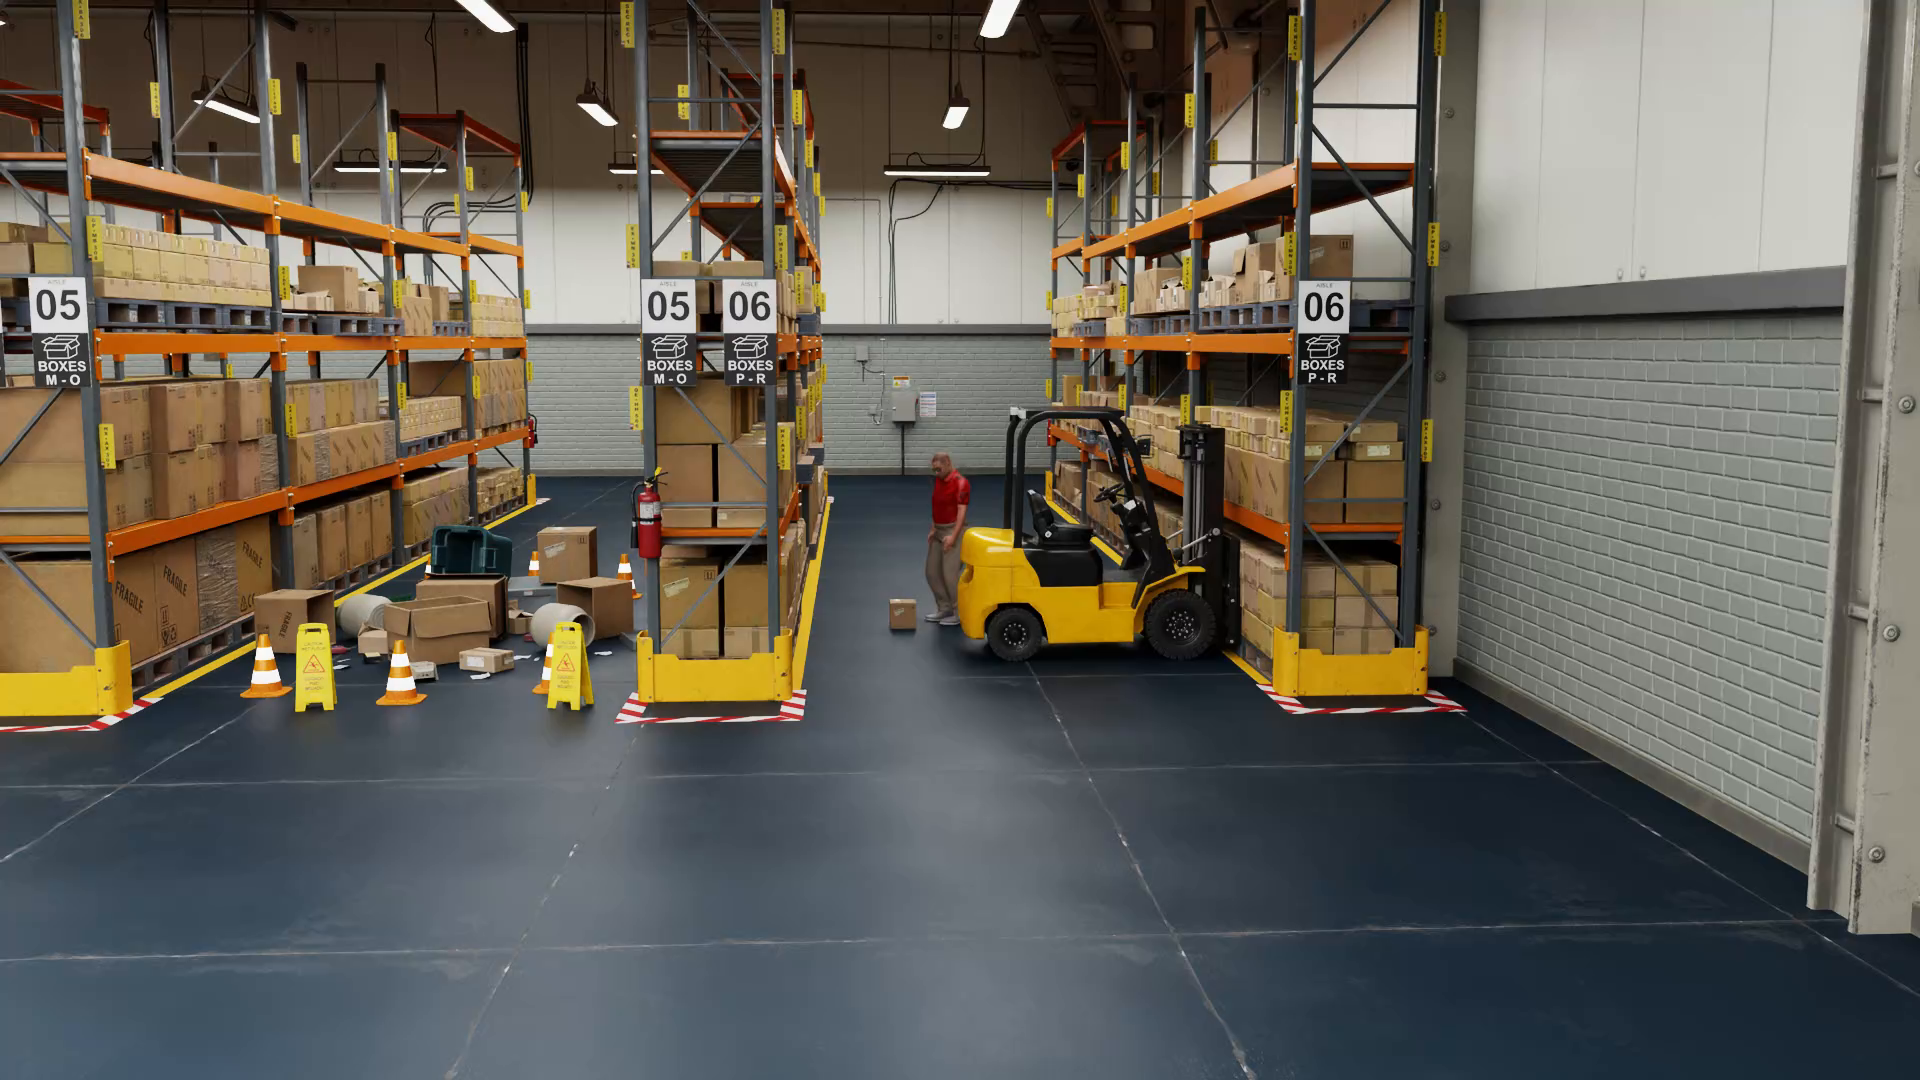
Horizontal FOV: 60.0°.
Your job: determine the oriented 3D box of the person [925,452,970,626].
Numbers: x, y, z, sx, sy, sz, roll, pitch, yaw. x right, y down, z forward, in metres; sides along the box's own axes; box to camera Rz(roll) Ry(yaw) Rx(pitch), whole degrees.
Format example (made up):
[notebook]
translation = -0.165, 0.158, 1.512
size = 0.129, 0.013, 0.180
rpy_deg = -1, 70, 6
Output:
[person]
translation = -0.100, -0.021, 16.220
size = 0.410, 1.687, 0.553
rpy_deg = -4, 8, -30
